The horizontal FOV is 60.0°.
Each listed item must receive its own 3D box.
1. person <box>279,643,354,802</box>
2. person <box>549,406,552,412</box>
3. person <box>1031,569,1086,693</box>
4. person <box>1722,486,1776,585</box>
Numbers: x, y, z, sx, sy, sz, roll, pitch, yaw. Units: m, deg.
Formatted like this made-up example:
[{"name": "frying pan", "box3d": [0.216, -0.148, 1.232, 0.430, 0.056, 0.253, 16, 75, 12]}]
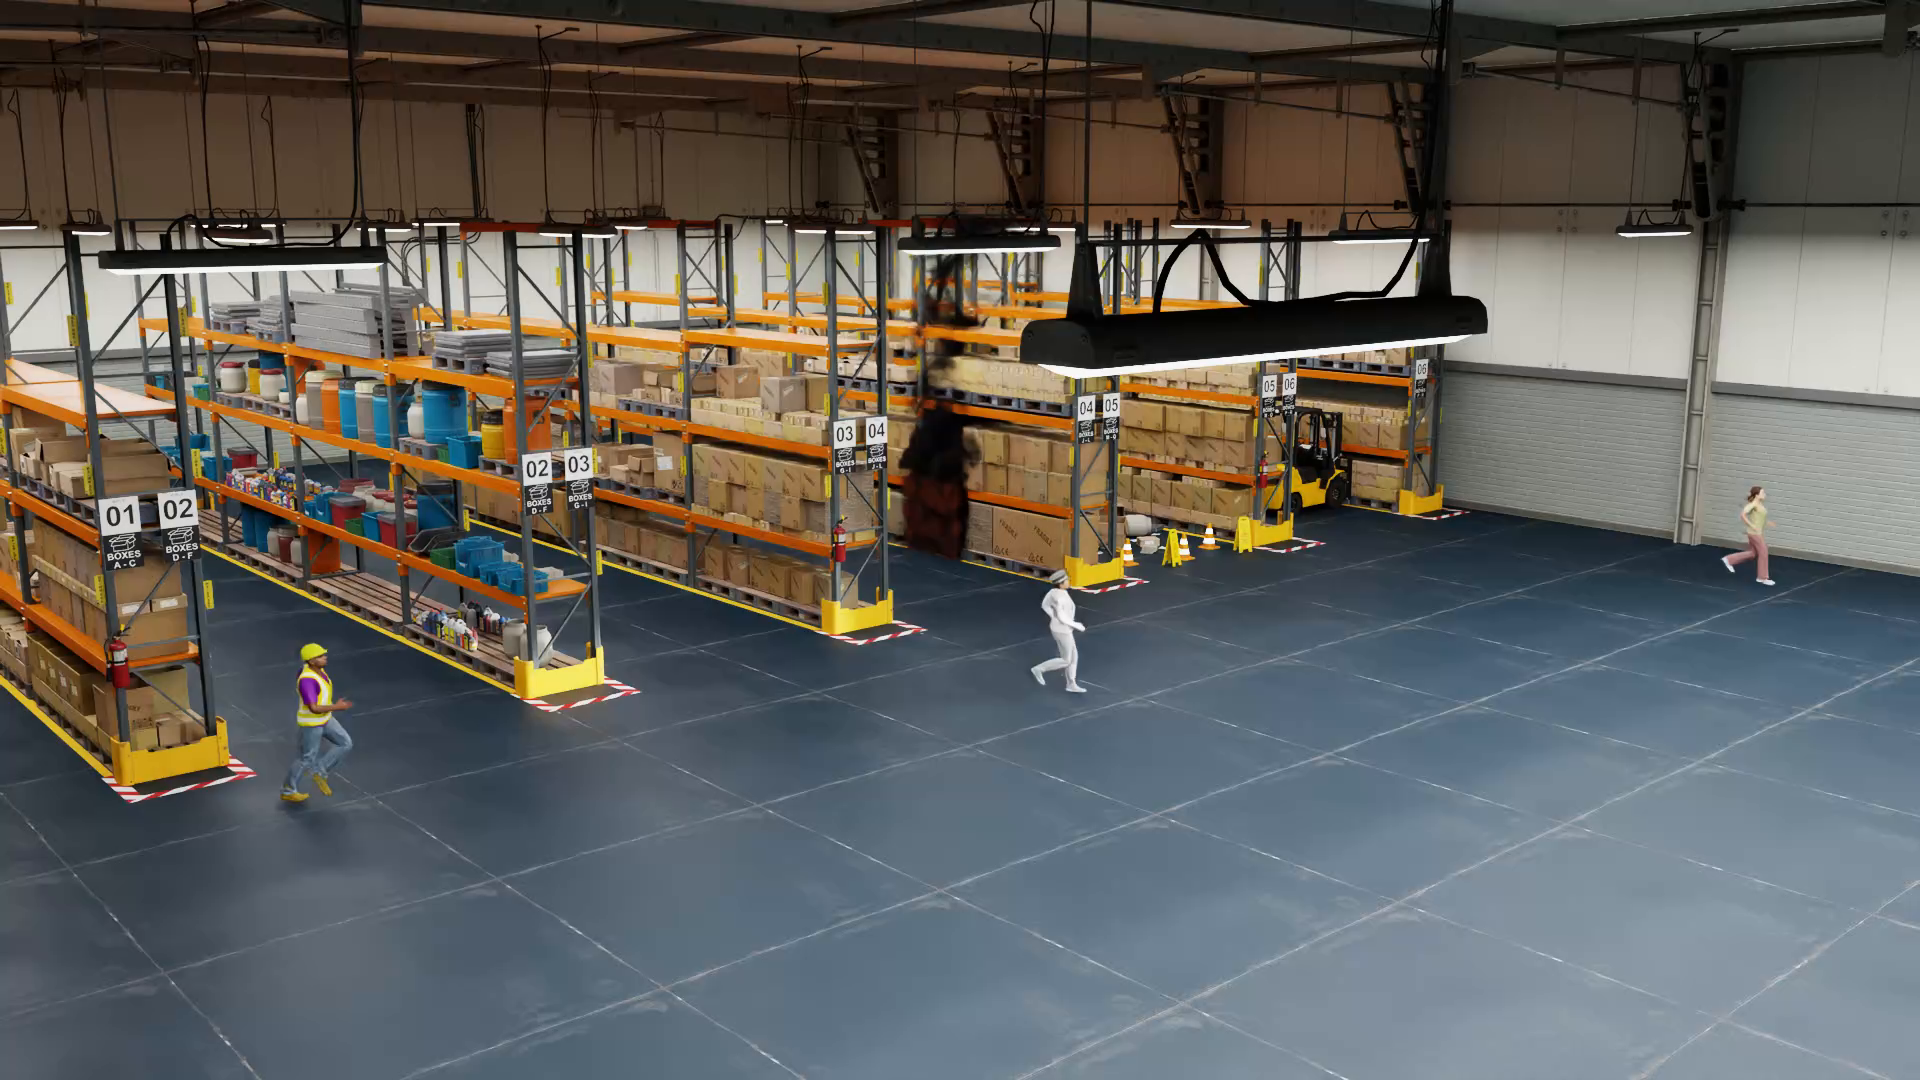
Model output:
[{"name": "person", "box3d": [-6.887, 1.930, 17.828, 0.837, 1.722, 0.720, -1, 11, -5]}, {"name": "person", "box3d": [-9.761, -2.326, 39.175, 0.766, 1.708, 0.786, 0, 11, 1]}, {"name": "person", "box3d": [1.285, 1.205, 21.765, 0.775, 1.683, 0.628, -2, 12, -11]}, {"name": "person", "box3d": [13.423, -0.092, 28.182, 0.879, 1.669, 0.579, 7, 13, 31]}]
